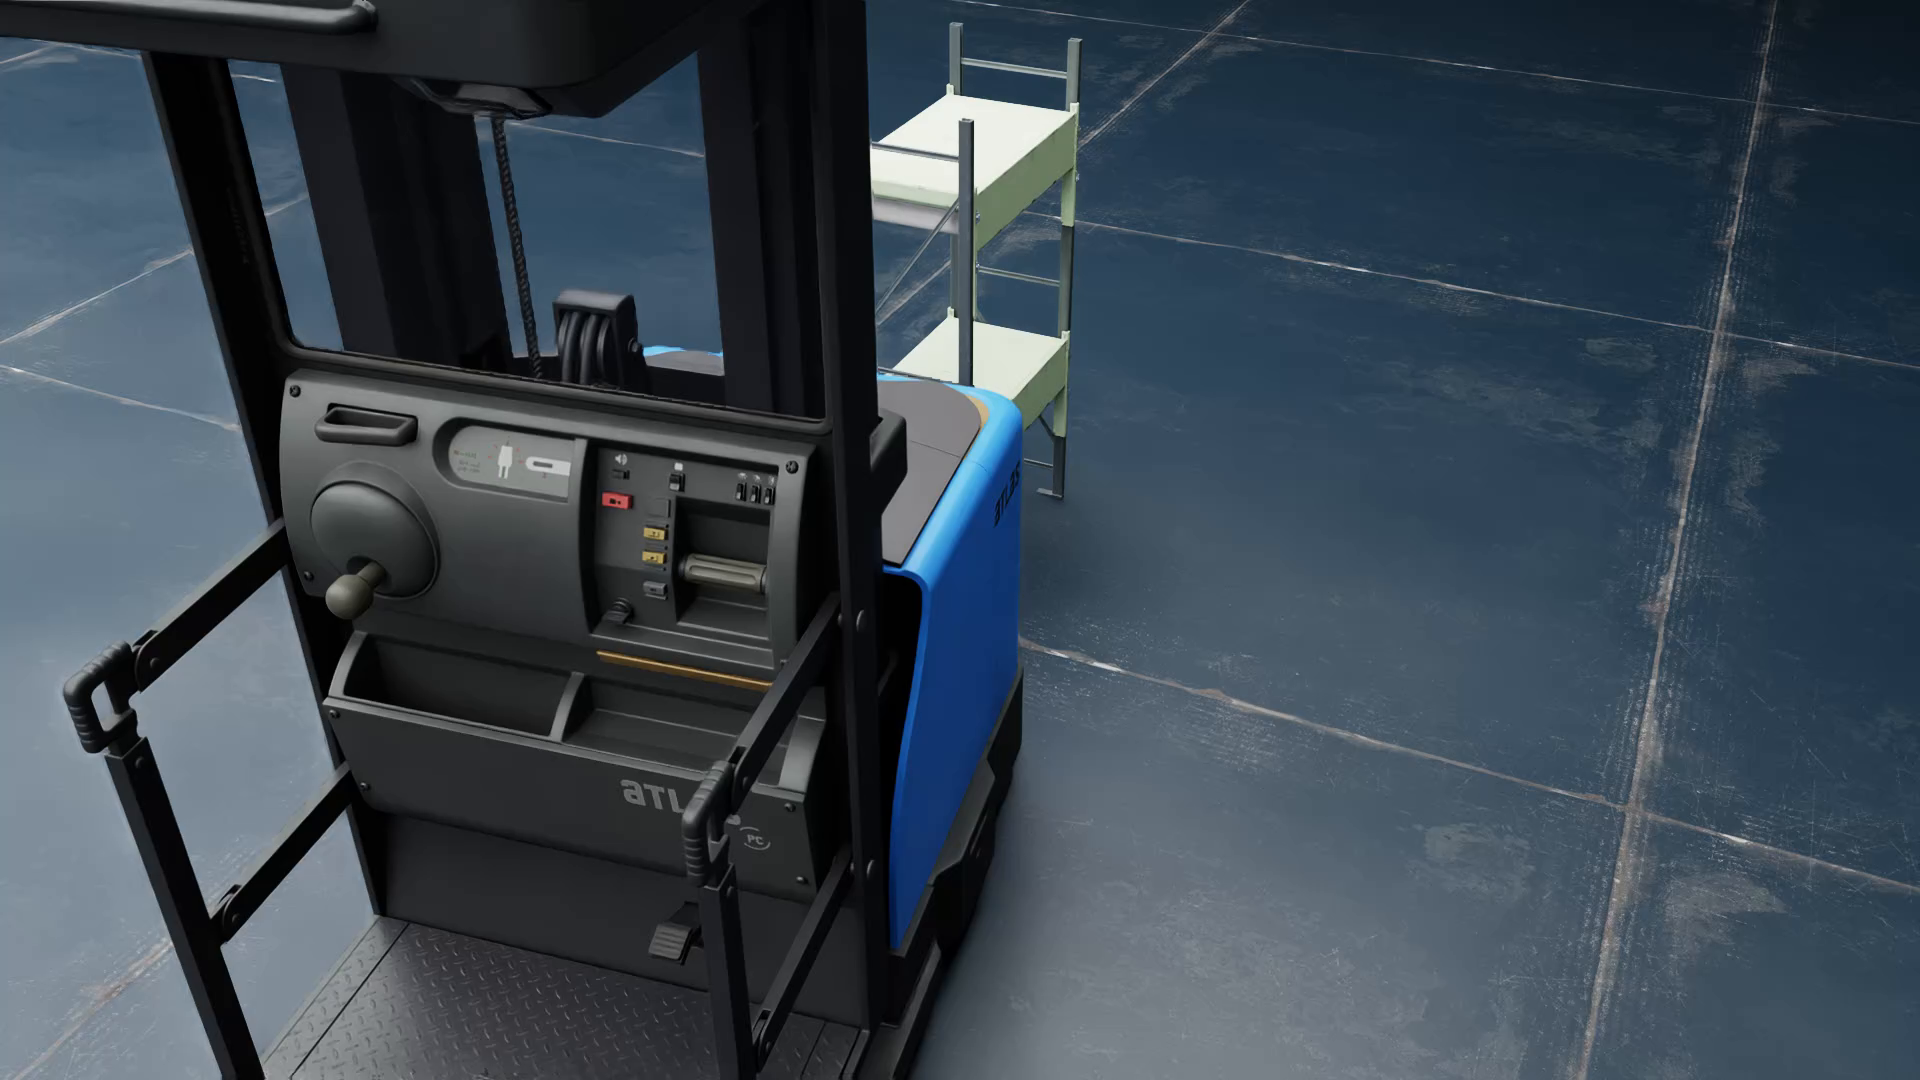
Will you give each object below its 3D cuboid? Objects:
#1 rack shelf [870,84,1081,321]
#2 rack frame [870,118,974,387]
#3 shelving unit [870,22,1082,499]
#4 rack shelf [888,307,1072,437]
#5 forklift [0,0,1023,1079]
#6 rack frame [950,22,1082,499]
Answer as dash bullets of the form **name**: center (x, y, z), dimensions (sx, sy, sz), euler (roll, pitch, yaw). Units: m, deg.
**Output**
- **rack shelf**: center (0.003, -0.957, 4.630), dimensions (0.431, 0.370, 0.720), euler (14, 36, 20)
- **rack frame**: center (-0.150, -0.448, 4.566), dimensions (0.400, 1.500, 0.023), euler (14, 36, 20)
- **shelving unit**: center (0.003, -0.631, 4.844), dimensions (0.431, 1.500, 0.755), euler (14, 36, 20)
- **rack shelf**: center (0.003, -0.358, 5.023), dimensions (0.431, 0.370, 0.720), euler (14, 36, 20)
- **forklift**: center (-0.745, 0.033, 2.526), dimensions (1.130, 2.935, 3.031), euler (9, 34, 14)
- **rack frame**: center (0.156, -0.813, 5.122), dimensions (0.400, 1.500, 0.023), euler (14, 36, 20)
